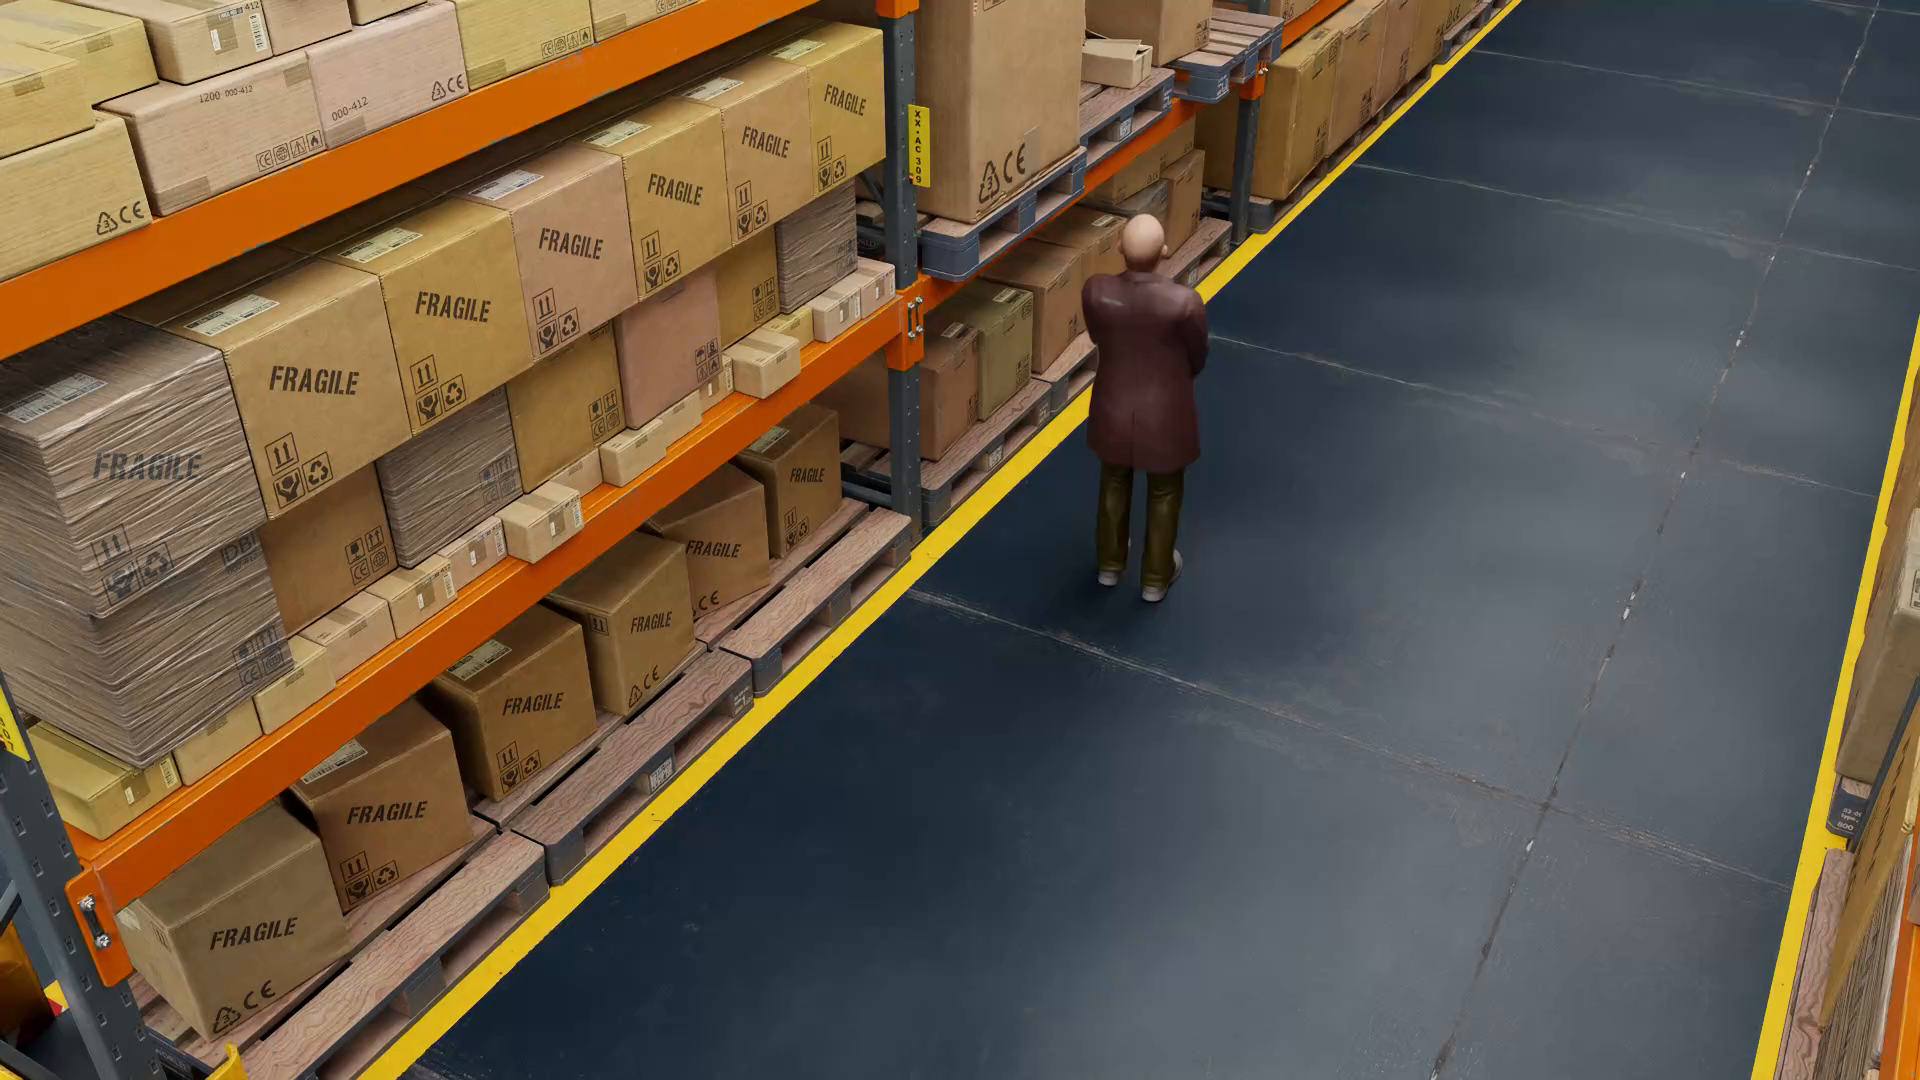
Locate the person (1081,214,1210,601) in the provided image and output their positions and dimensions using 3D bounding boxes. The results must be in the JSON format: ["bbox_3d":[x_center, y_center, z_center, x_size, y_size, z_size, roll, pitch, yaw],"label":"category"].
[{"bbox_3d":[0.796,-0.606,7.070,0.530,1.769,0.563,12,36,18],"label":"person"}]
